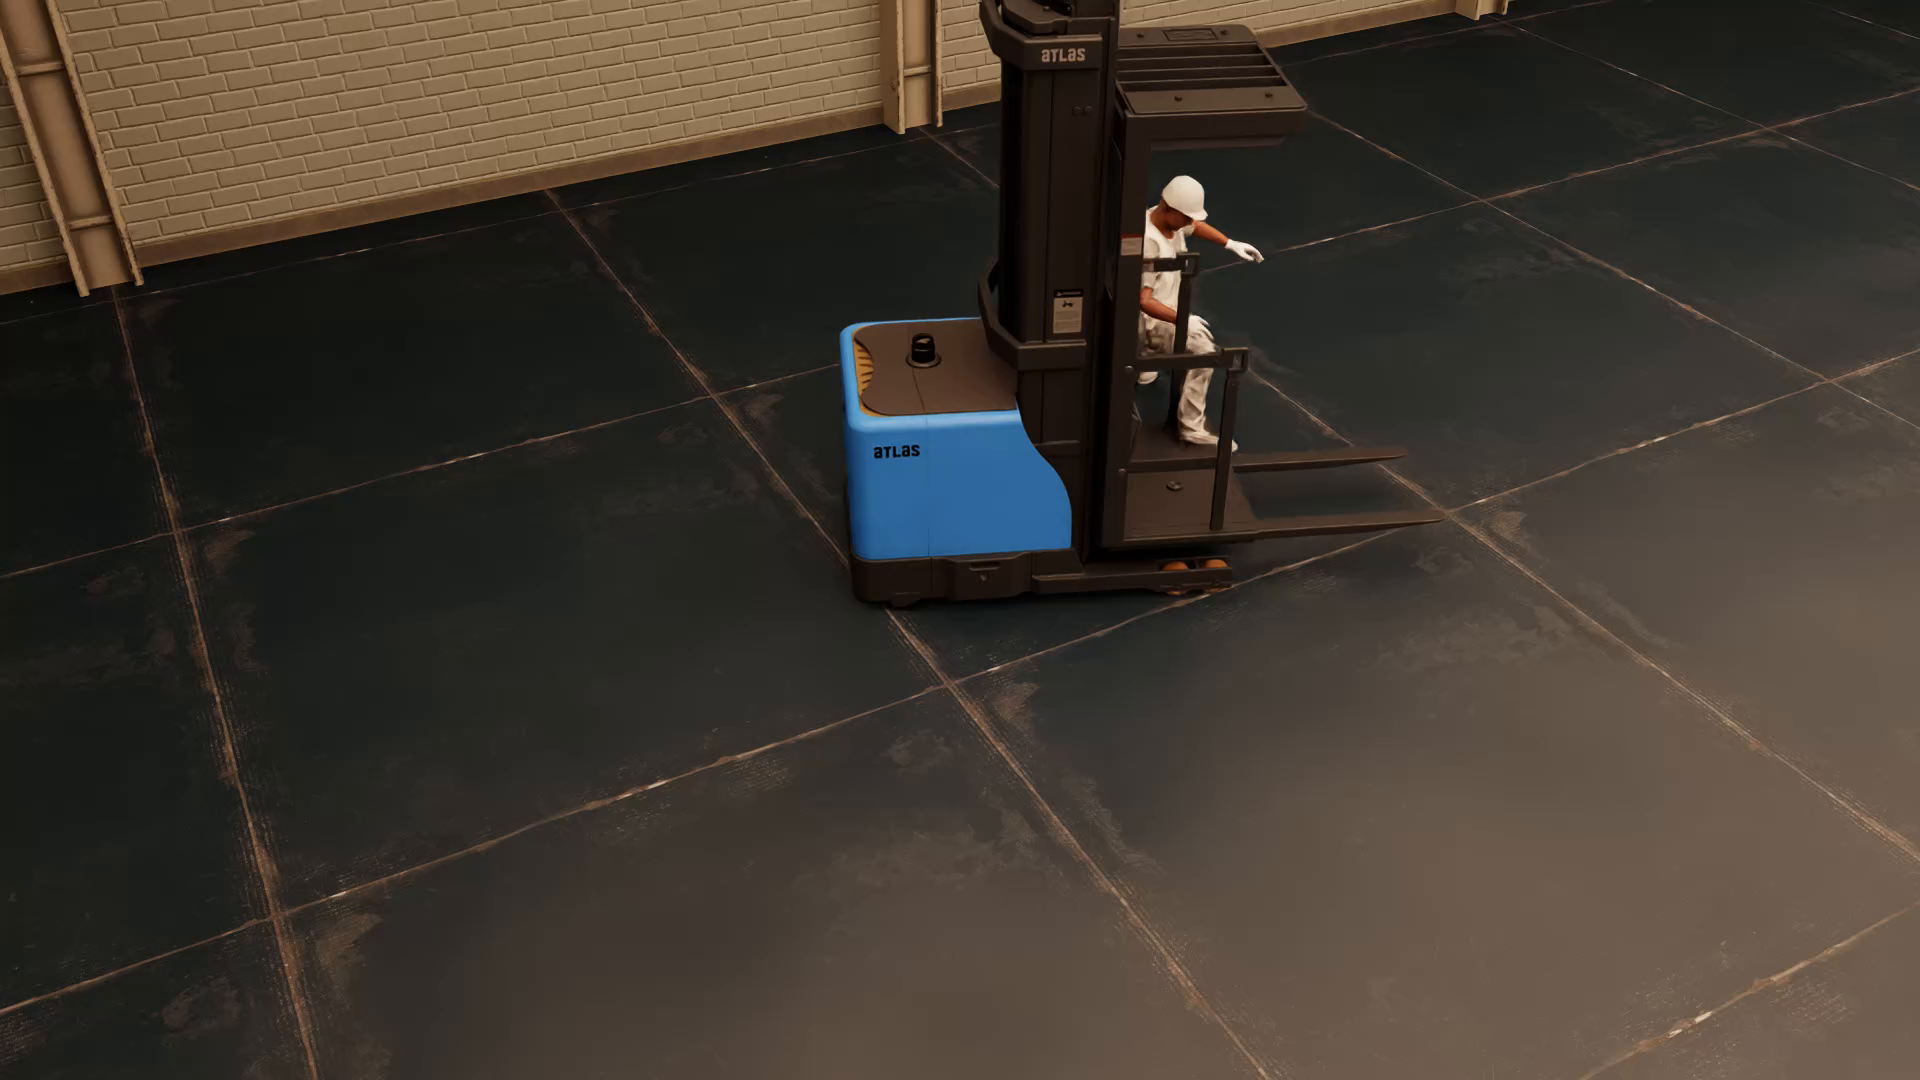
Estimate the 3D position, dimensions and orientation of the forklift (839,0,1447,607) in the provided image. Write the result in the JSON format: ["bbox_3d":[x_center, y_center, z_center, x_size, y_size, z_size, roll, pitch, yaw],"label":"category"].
[{"bbox_3d":[0.934,-1.224,7.855,3.031,2.935,1.130,-4,35,-5],"label":"forklift"}]

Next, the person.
[{"bbox_3d":[1.211,-1.237,9.047,0.972,1.578,1.247,13,37,18],"label":"person"}]
